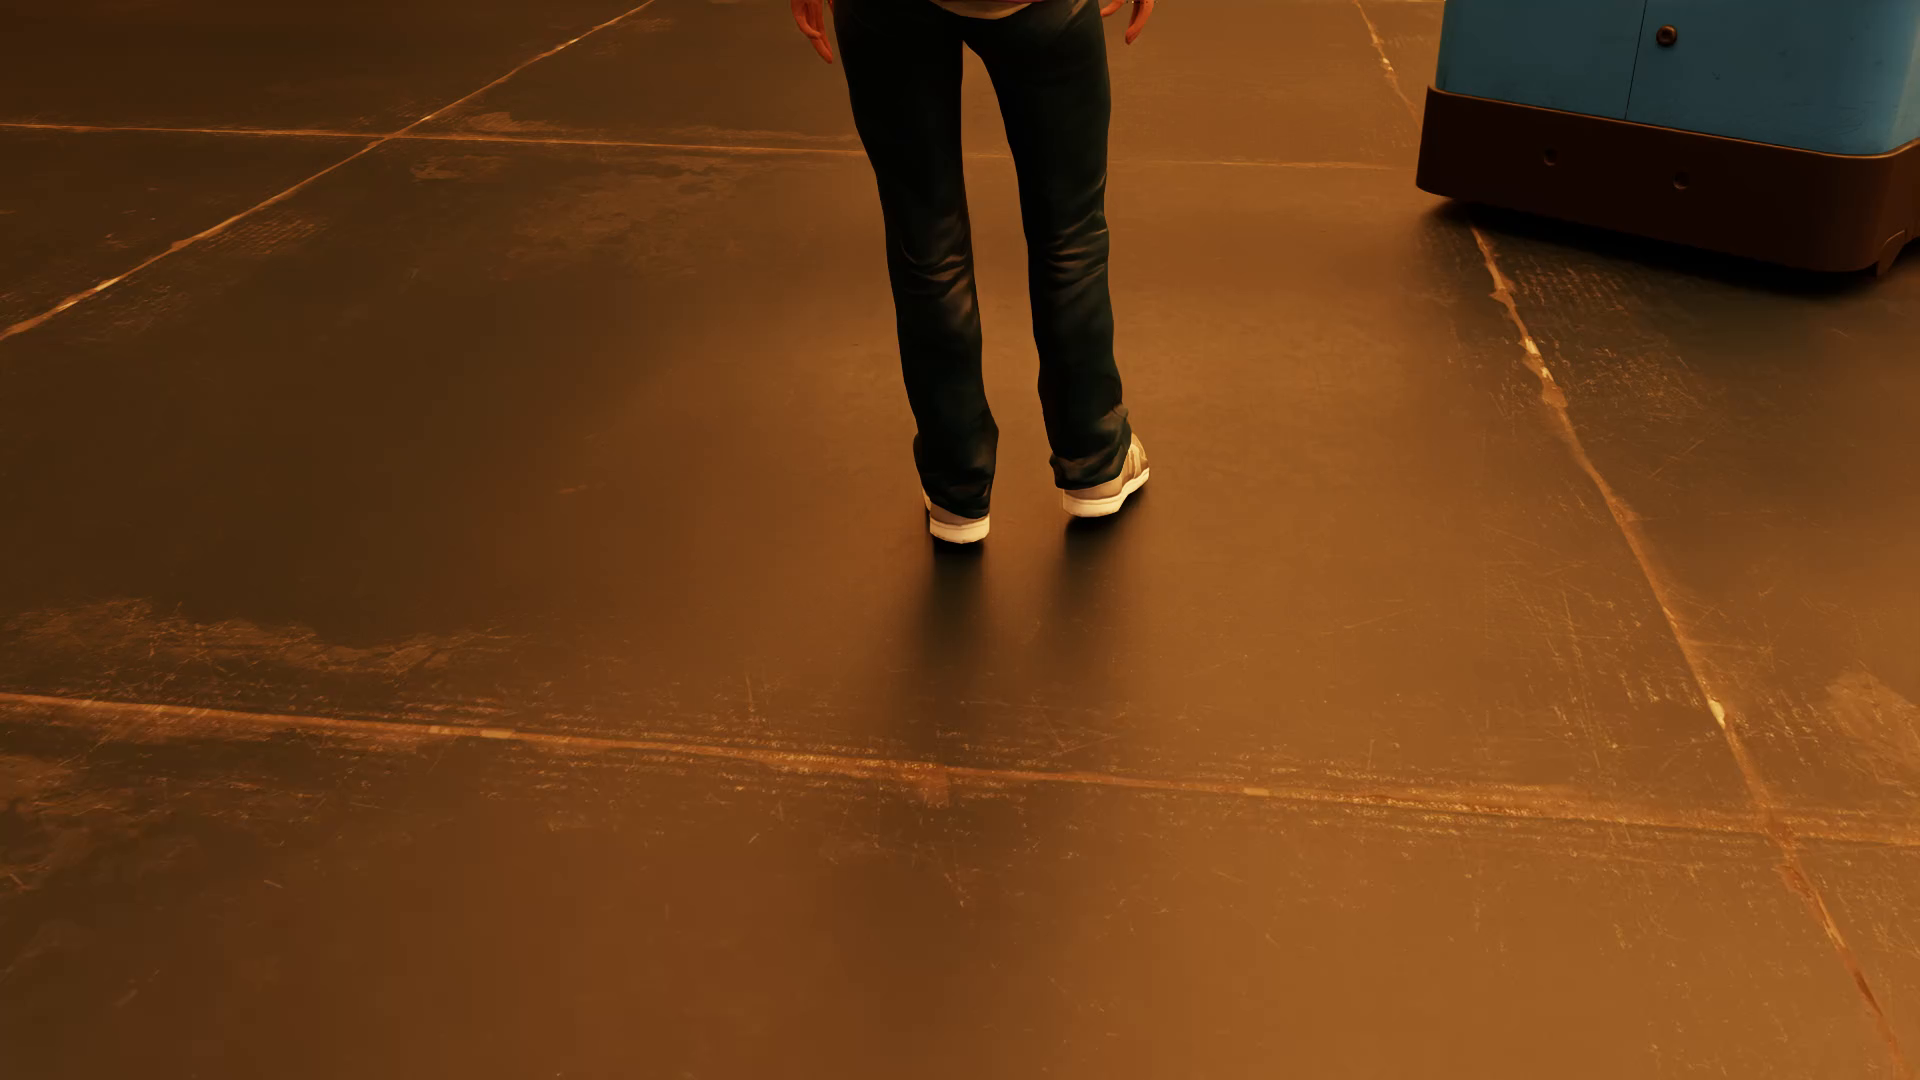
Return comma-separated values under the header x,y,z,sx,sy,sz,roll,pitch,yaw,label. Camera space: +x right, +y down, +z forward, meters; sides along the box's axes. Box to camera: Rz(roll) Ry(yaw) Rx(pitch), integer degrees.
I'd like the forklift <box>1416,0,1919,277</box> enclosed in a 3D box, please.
x,y,z,sx,sy,sz,roll,pitch,yaw,label
2.511,-2.428,4.084,1.130,2.935,3.031,24,35,39,forklift

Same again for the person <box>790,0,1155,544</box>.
x,y,z,sx,sy,sz,roll,pitch,yaw,label
0.024,-0.754,2.205,0.520,1.599,0.473,3,27,7,person
